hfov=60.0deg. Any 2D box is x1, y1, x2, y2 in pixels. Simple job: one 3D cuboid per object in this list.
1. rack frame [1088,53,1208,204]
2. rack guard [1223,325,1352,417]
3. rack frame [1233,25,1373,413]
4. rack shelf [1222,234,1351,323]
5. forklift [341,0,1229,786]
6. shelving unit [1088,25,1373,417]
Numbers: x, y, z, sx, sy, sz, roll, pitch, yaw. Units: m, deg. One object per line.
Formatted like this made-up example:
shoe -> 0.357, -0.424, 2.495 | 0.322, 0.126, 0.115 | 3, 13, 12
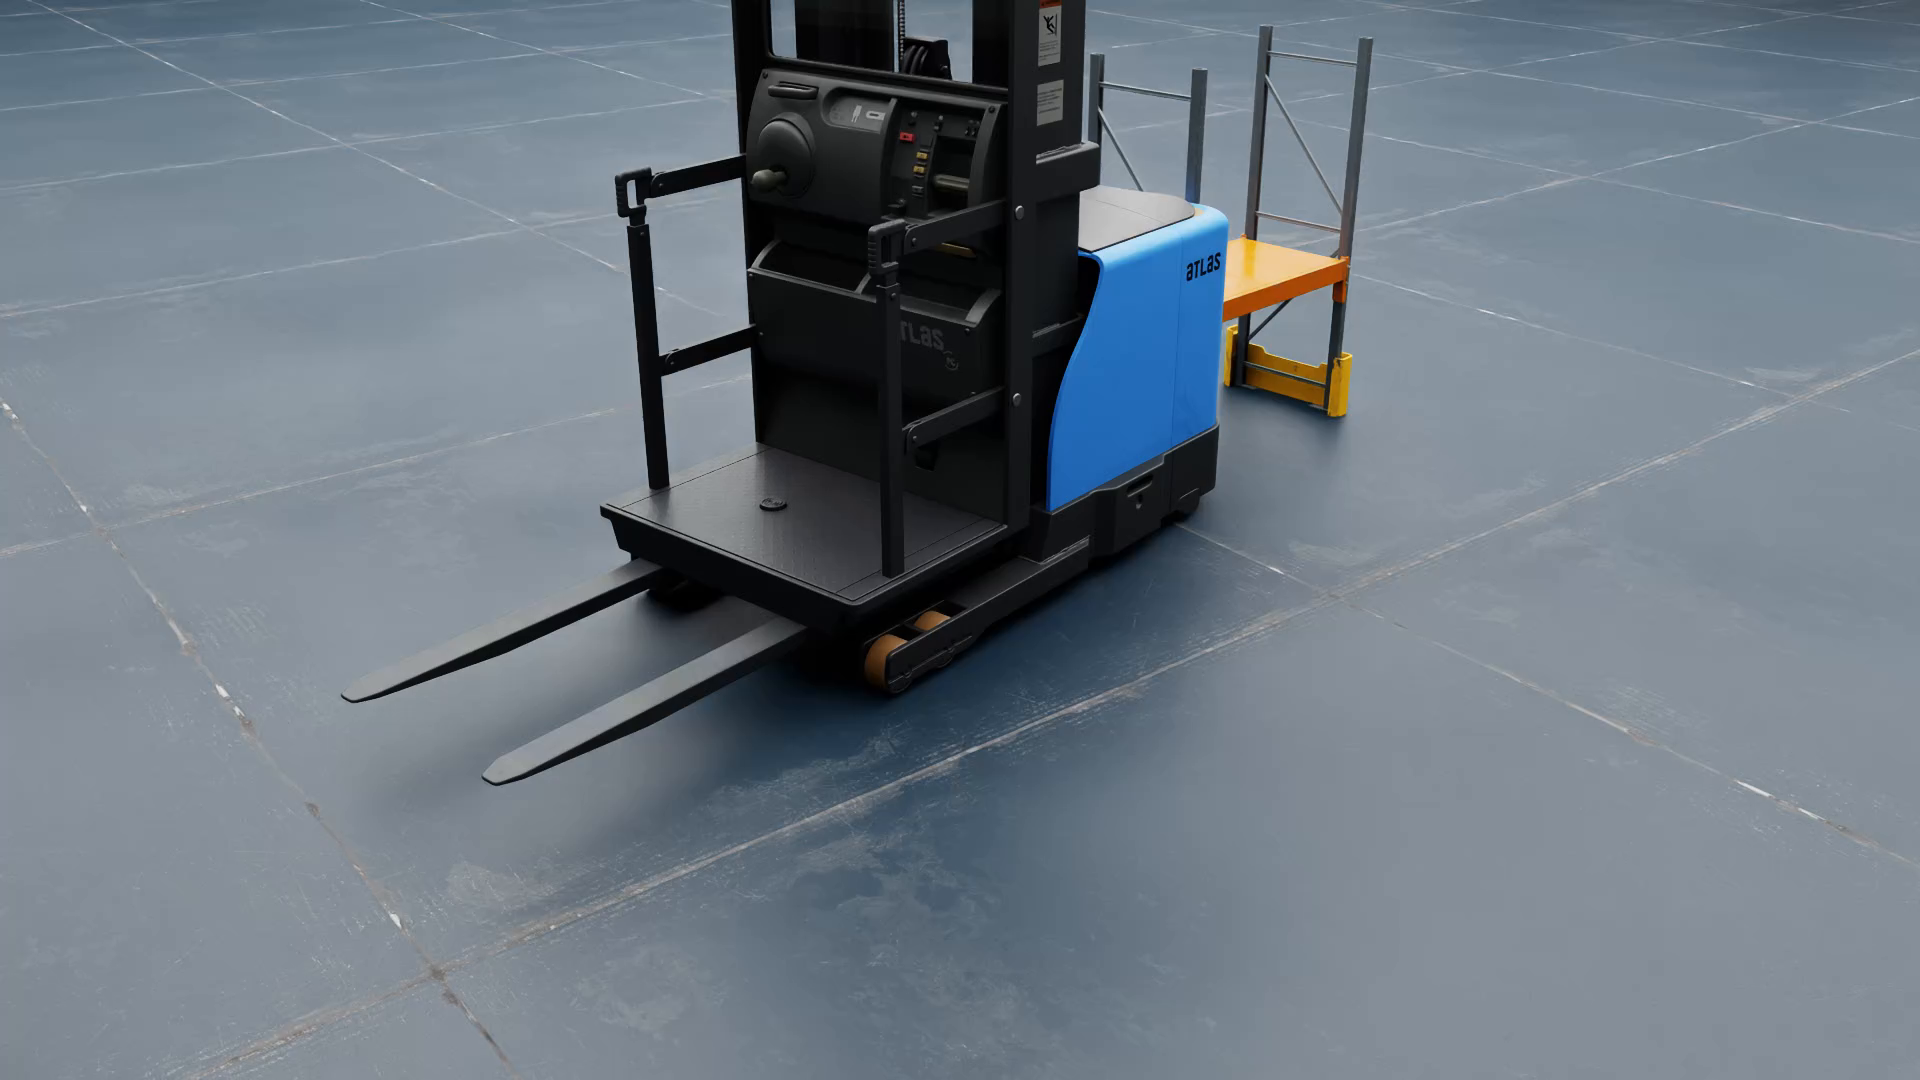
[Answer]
rack frame -> 0.650, -0.979, 6.079 | 0.032, 1.500, 0.500 | -23, 33, -40
rack guard -> 1.369, -0.714, 6.992 | 0.087, 0.250, 0.587 | -23, 33, -40
rack frame -> 1.370, -1.281, 6.730 | 0.032, 1.500, 0.500 | -23, 33, -40
rack shelf -> 1.010, -0.967, 6.480 | 1.000, 0.185, 0.538 | -23, 33, -40
forklift -> -0.401, -1.125, 4.692 | 1.130, 2.935, 3.031 | 19, 31, 35
shelving unit -> 1.017, -1.133, 6.410 | 1.083, 1.500, 0.587 | -23, 33, -40
